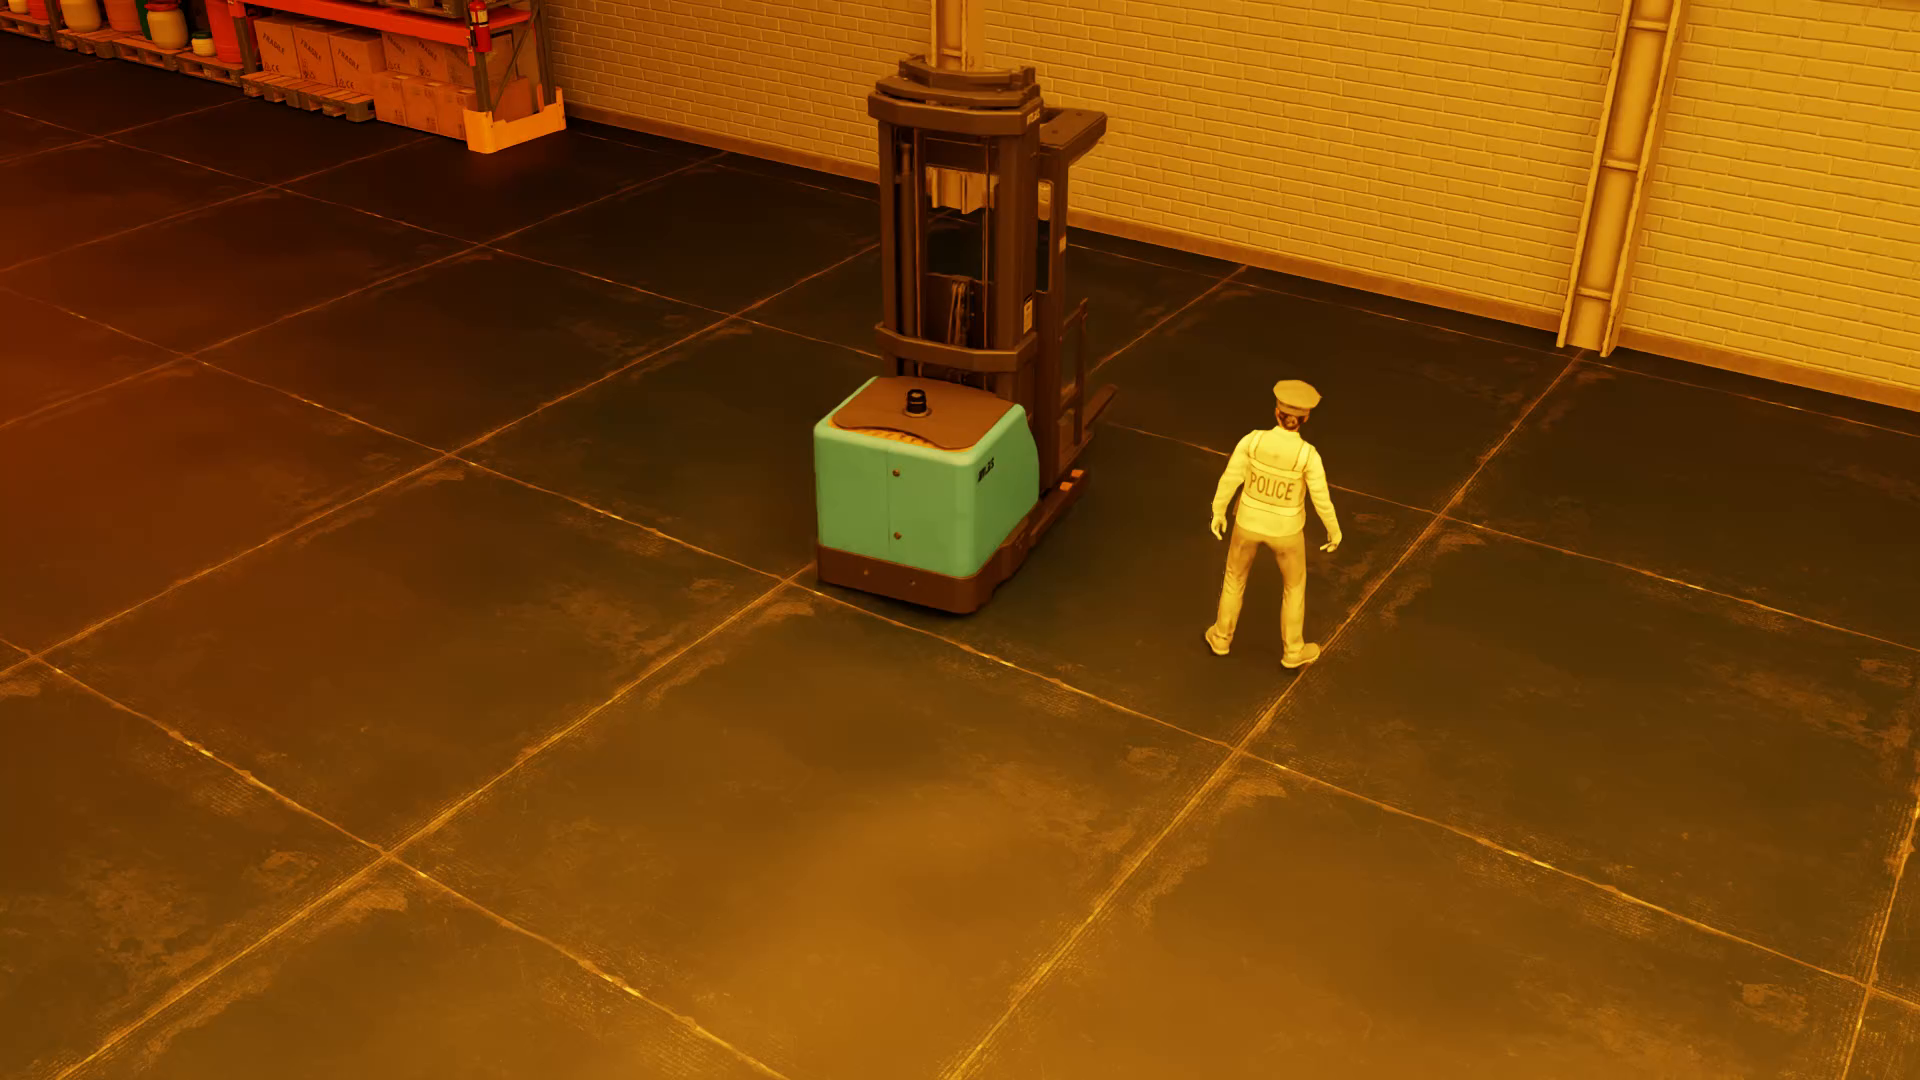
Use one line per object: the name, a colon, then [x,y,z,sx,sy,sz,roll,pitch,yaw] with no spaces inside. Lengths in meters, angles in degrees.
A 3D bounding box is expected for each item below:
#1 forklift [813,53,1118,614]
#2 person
forklift: [0.207,-1.562,10.271,1.130,2.935,3.031,13,32,21]
person: [1.701,-0.064,8.974,0.687,1.665,0.350,12,32,20]
